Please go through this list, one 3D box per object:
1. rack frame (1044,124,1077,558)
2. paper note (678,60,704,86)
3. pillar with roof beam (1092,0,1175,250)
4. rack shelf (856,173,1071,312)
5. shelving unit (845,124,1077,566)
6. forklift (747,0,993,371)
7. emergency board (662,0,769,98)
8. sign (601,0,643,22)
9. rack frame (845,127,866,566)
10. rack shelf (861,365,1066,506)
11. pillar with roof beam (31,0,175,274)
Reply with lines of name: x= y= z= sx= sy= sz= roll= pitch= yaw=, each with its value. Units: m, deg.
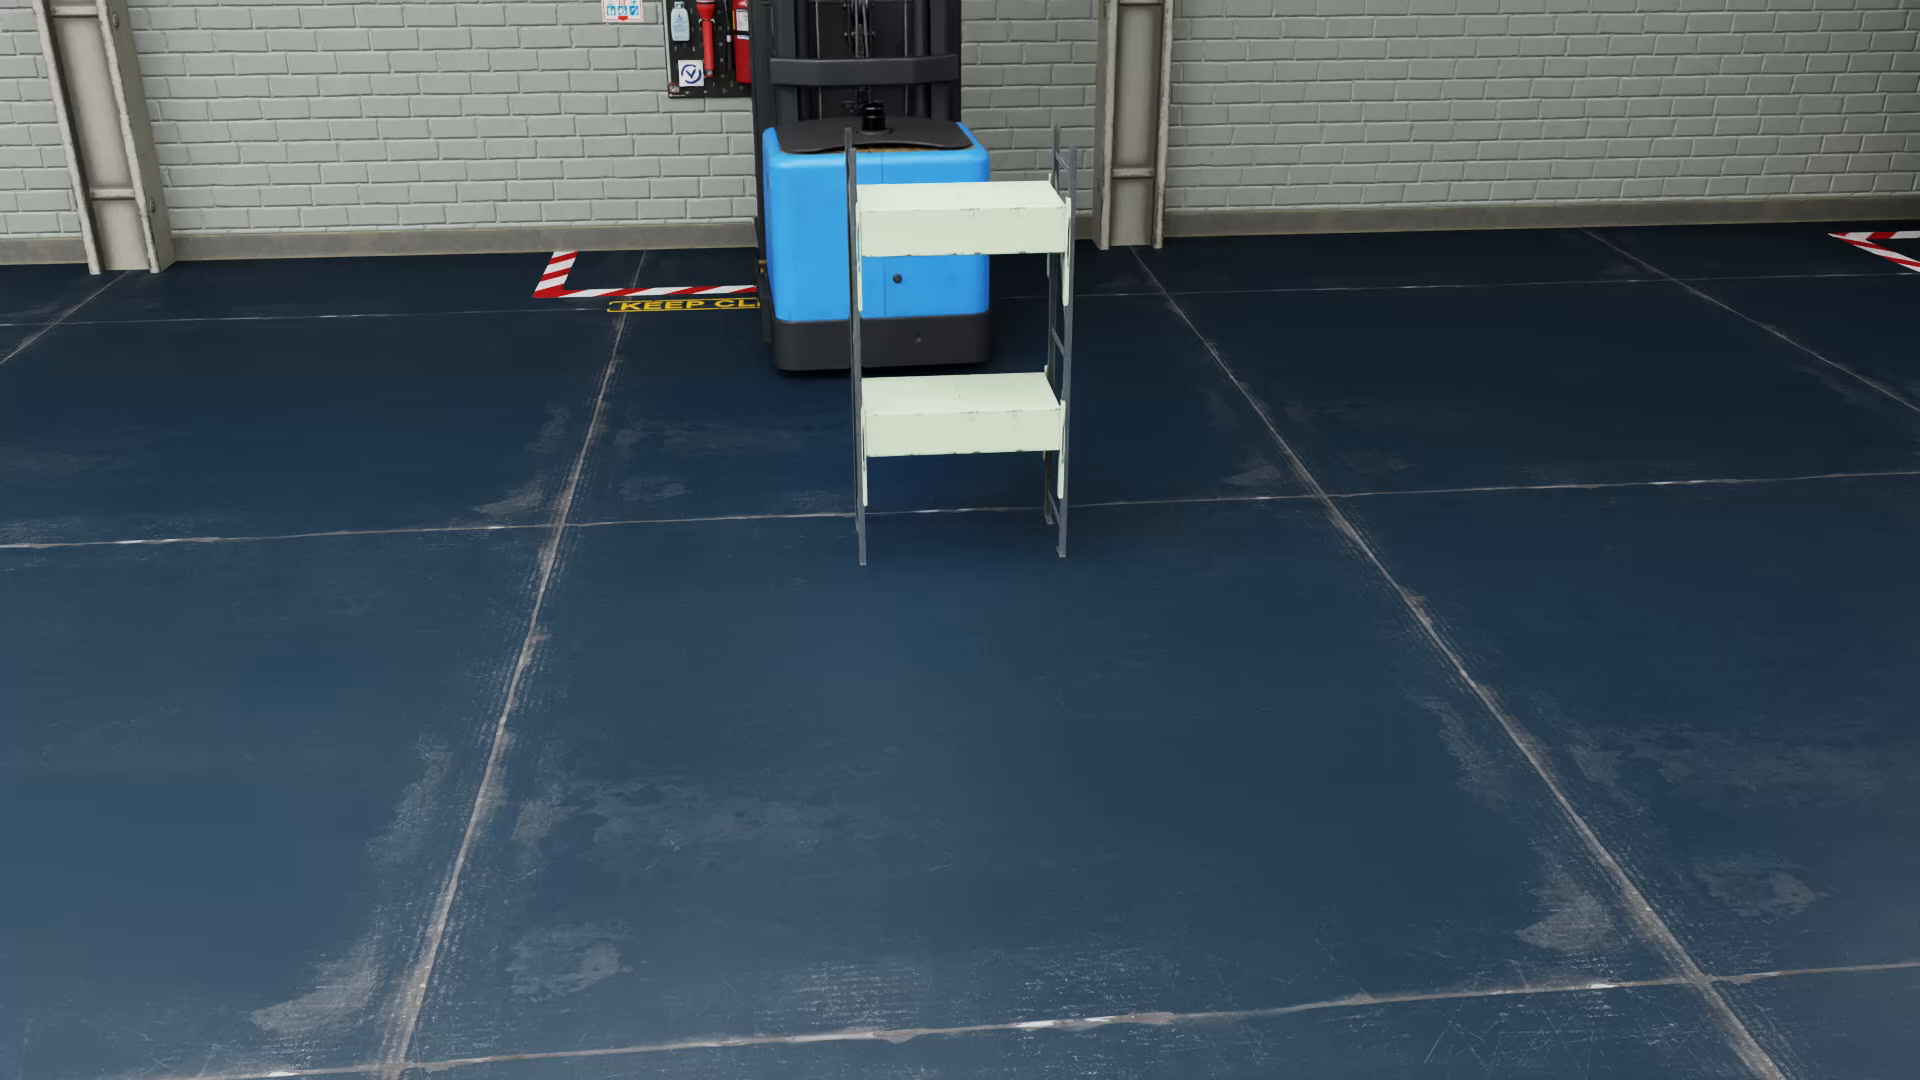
rack frame: x=0.358 y=-0.700 z=5.978 sx=0.023 sy=1.500 sz=0.400 roll=-2 pitch=24 yaw=-5
paper note: x=-1.599 y=-2.774 z=9.883 sx=0.142 sy=0.148 sz=0.016 roll=-2 pitch=24 yaw=-5
pillar with roof beam: x=1.470 y=-4.241 z=4.712 sx=0.400 sy=9.000 sz=9.100 roll=-2 pitch=24 yaw=-5
rack shelf: x=-0.007 y=-1.042 z=5.786 sx=0.720 sy=0.370 sz=0.431 roll=-2 pitch=24 yaw=-5
shelving unit: x=-0.007 y=-0.685 z=5.945 sx=0.755 sy=1.500 sz=0.431 roll=-2 pitch=24 yaw=-5
forklift: x=-0.574 y=-2.706 z=8.730 sx=1.130 sy=2.935 sz=3.031 roll=-3 pitch=24 yaw=-8
emergency board: x=-1.416 y=-3.156 z=9.658 sx=0.643 sy=1.169 sz=0.194 roll=-2 pitch=24 yaw=-5
sign: x=-1.976 y=-3.192 z=9.695 sx=0.234 sy=0.329 sz=0.001 roll=-2 pitch=24 yaw=-5
rack frame: x=-0.371 y=-0.670 z=5.912 sx=0.023 sy=1.500 sz=0.400 roll=-2 pitch=24 yaw=-5
rack shelf: x=-0.007 y=-0.387 z=6.077 sx=0.720 sy=0.370 sz=0.431 roll=-2 pitch=24 yaw=-5
pillar with roof beam: x=-4.501 y=-4.001 z=4.173 sx=0.400 sy=9.000 sz=9.100 roll=-2 pitch=24 yaw=-5
